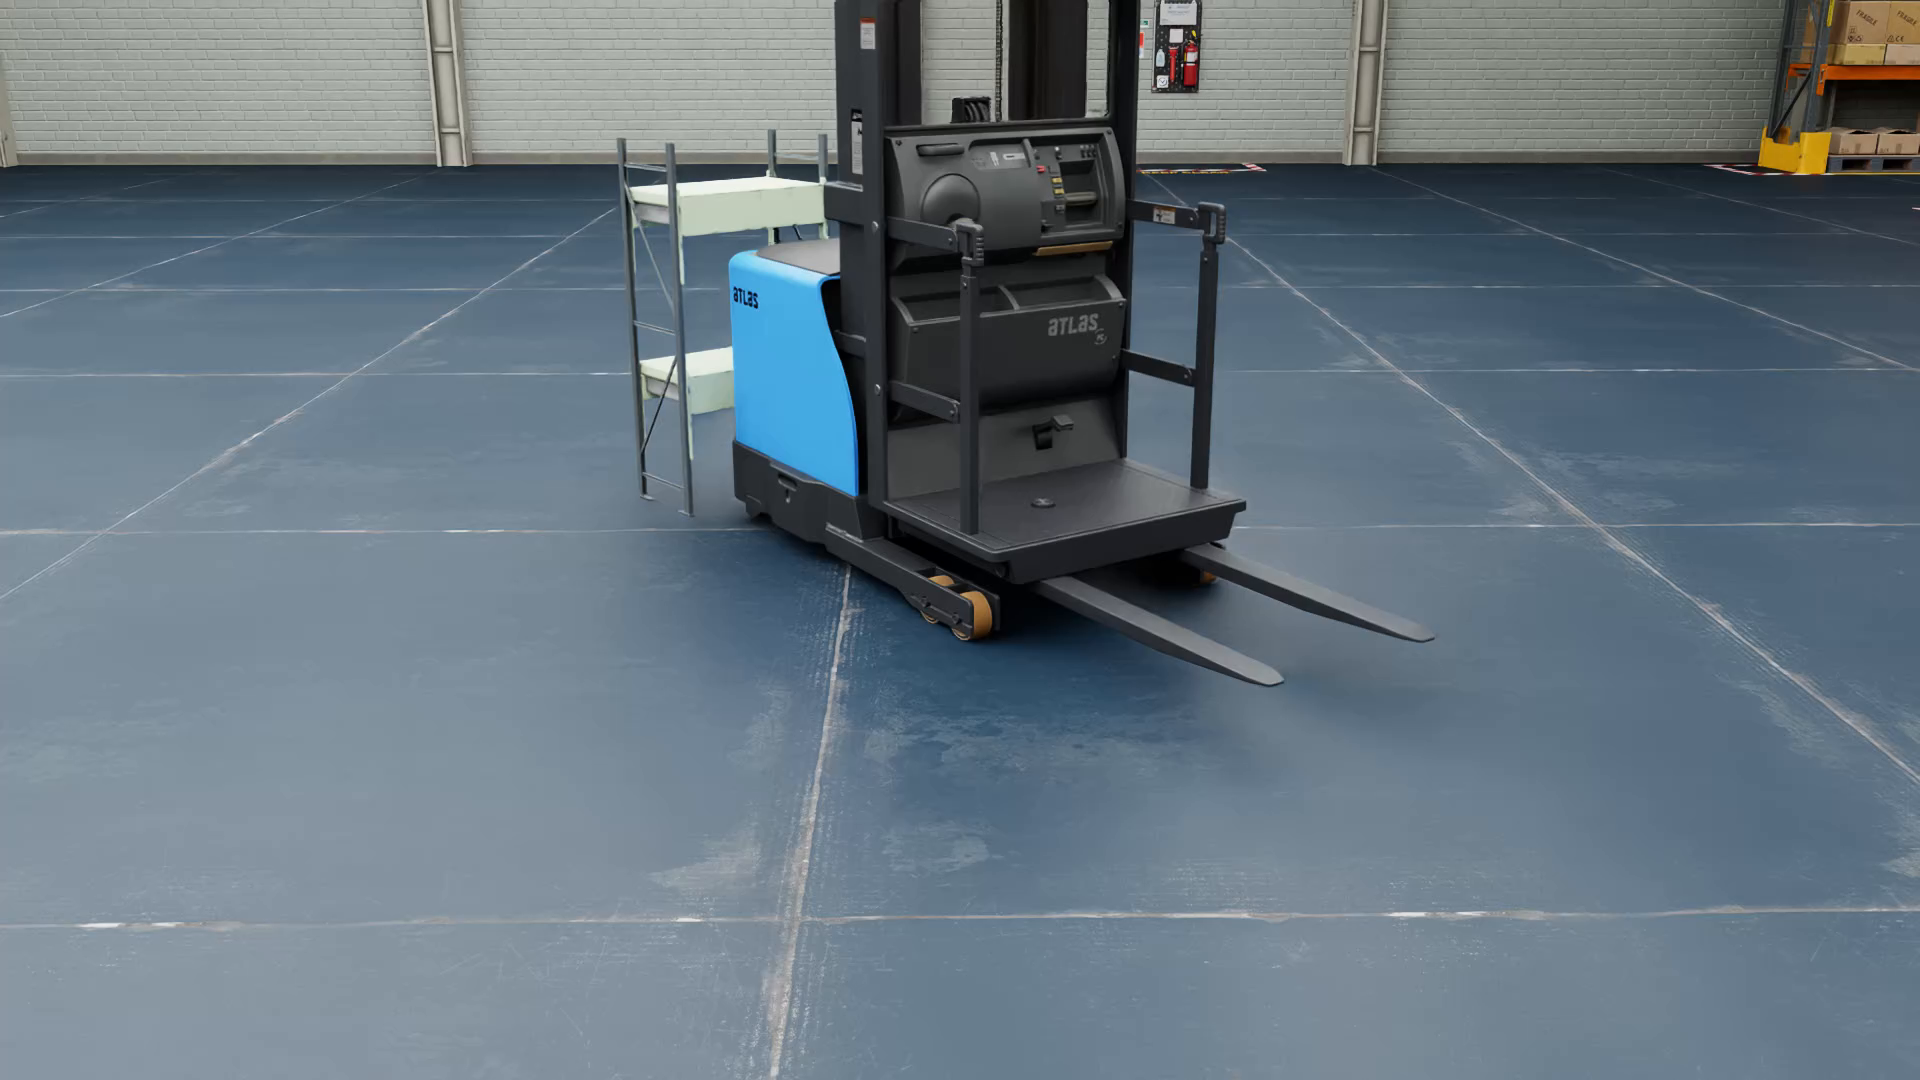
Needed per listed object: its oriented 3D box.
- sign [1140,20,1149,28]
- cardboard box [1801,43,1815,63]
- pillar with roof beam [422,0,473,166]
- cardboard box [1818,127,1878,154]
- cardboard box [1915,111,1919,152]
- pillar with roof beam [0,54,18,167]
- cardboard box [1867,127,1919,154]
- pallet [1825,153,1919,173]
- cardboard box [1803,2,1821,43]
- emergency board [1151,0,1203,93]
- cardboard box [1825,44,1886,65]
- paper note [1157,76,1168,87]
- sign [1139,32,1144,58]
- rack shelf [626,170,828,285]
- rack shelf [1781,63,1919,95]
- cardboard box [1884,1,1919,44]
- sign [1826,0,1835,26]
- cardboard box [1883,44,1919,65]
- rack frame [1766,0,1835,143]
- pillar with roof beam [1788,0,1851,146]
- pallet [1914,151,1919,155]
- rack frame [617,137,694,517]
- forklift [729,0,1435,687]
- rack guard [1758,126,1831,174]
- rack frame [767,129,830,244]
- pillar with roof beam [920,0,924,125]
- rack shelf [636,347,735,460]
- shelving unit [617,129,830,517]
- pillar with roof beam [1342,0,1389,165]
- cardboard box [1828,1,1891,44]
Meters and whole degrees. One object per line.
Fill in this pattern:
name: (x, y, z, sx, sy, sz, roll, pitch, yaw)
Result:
sign: (2.301, -6.739, 21.720, 0.331, 0.109, 0.001, 0, 18, -1)
cardboard box: (11.099, -6.205, 21.193, 0.500, 0.250, 0.500, 0, 18, 0)
pillar with roof beam: (-6.609, -7.928, 16.530, 0.400, 9.000, 9.100, 0, 18, -1)
cardboard box: (11.328, -5.111, 21.250, 0.500, 0.311, 0.500, -2, 18, -7)
cardboard box: (12.632, -5.192, 21.193, 0.500, 0.500, 0.700, -1, 18, -4)
pillar with roof beam: (-12.608, -7.899, 16.440, 0.400, 9.000, 9.100, 0, 18, -1)
cardboard box: (11.898, -5.113, 21.258, 0.500, 0.311, 0.500, 1, 18, 4)
pallet: (11.524, -4.871, 21.387, 1.213, 0.211, 1.003, 0, 18, -1)
cardboard box: (11.103, -6.568, 21.096, 0.500, 0.500, 0.500, 0, 18, -1)
emergency board: (2.850, -6.444, 21.725, 0.643, 1.169, 0.194, 0, 18, -1)
cardboard box: (11.128, -6.049, 20.707, 0.500, 0.250, 0.500, -1, 18, -2)
paper note: (2.672, -6.045, 21.922, 0.142, 0.148, 0.016, 0, 18, -1)
sign: (2.296, -6.490, 21.809, 0.234, 0.329, 0.001, 0, 18, -1)
rack shelf: (-0.962, -1.303, 6.875, 0.720, 0.370, 0.431, -15, 23, -39)
rack shelf: (12.635, -5.873, 21.122, 4.000, 0.370, 1.077, 0, 18, -1)
cardboard box: (11.611, -6.411, 20.606, 0.500, 0.500, 0.500, 0, 18, -1)
sign: (10.644, -6.452, 20.333, 0.005, 0.325, 0.100, 0, 18, -1)
cardboard box: (11.647, -6.056, 20.728, 0.500, 0.250, 0.500, -1, 18, -3)
rack frame: (10.635, -6.206, 20.982, 0.127, 3.000, 1.000, 0, 18, -1)
pillar with roof beam: (11.389, -8.015, 16.801, 0.400, 9.000, 9.100, 0, 18, -1)
pallet: (12.741, -4.876, 21.403, 1.213, 0.211, 1.003, 0, 18, -1)
rack frame: (-1.238, -0.857, 6.764, 0.023, 1.500, 0.400, -15, 23, -39)
forklift: (0.297, -1.225, 5.569, 1.130, 2.935, 3.031, -11, 21, -32)
rack guard: (10.711, -5.016, 21.365, 0.348, 0.500, 1.175, 0, 18, -1)
rack frame: (-0.687, -1.005, 7.224, 0.023, 1.500, 0.400, -15, 23, -39)
pillar with roof beam: (-0.609, -7.957, 16.620, 0.400, 9.000, 9.100, 0, 18, -1)
rack shelf: (-0.962, -0.620, 7.093, 0.720, 0.370, 0.431, -15, 23, -39)
shelving unit: (-0.962, -0.931, 6.994, 0.755, 1.500, 0.431, -15, 23, -39)
pillar with roof beam: (5.390, -7.986, 16.710, 0.400, 9.000, 9.100, 0, 18, -1)
cardboard box: (11.117, -6.411, 20.608, 0.500, 0.500, 0.500, 0, 18, -1)
